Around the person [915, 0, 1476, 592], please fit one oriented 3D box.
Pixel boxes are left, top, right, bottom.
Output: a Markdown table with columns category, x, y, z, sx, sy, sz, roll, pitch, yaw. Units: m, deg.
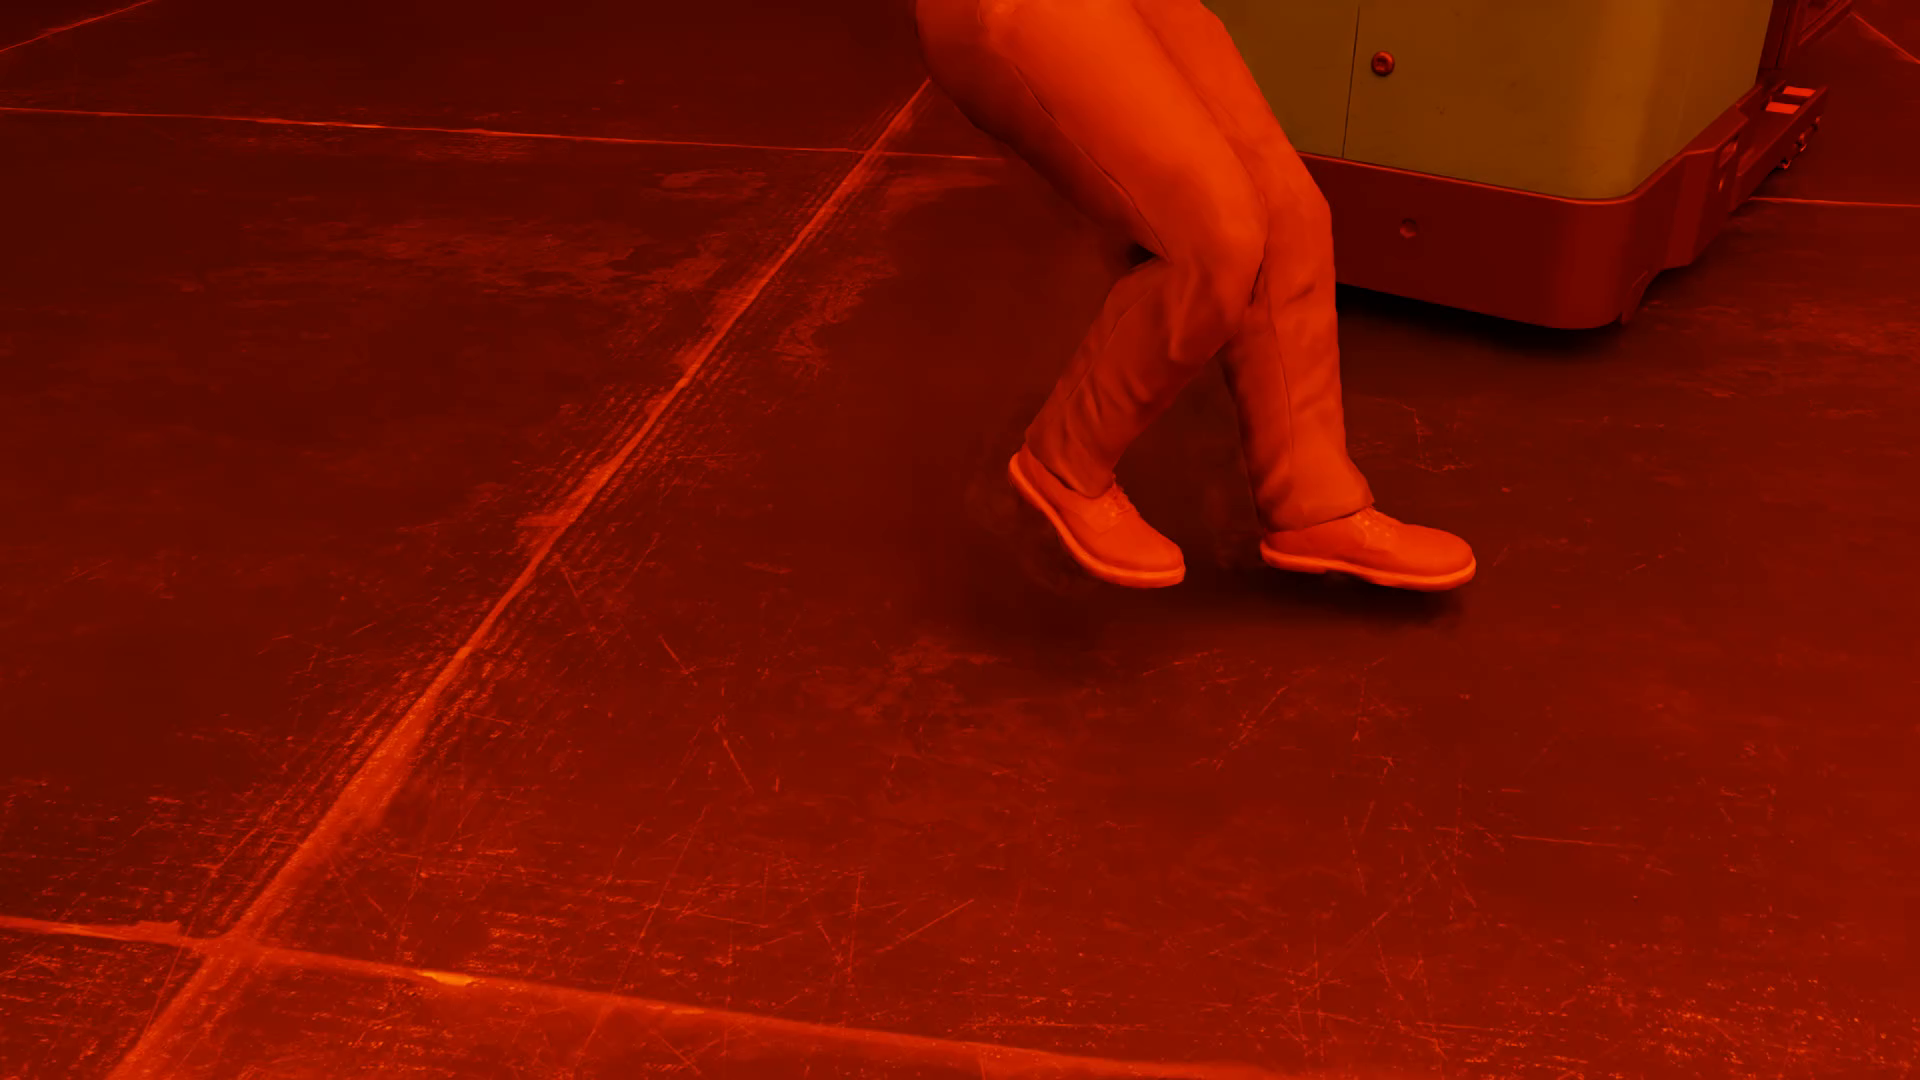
| category | x | y | z | sx | sy | sz | roll | pitch | yaw |
| --- | --- | --- | --- | --- | --- | --- | --- | --- | --- |
| person | 0.307 | -0.645 | 1.986 | 0.770 | 1.541 | 0.935 | 16 | 33 | 26 |

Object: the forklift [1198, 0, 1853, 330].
| category | x | y | z | sx | sy | sz | roll | pitch | yaw |
| --- | --- | --- | --- | --- | --- | --- | --- | --- | --- |
| forklift | 1.588 | -2.330 | 3.680 | 1.130 | 2.935 | 3.031 | 19 | 34 | 30 |
